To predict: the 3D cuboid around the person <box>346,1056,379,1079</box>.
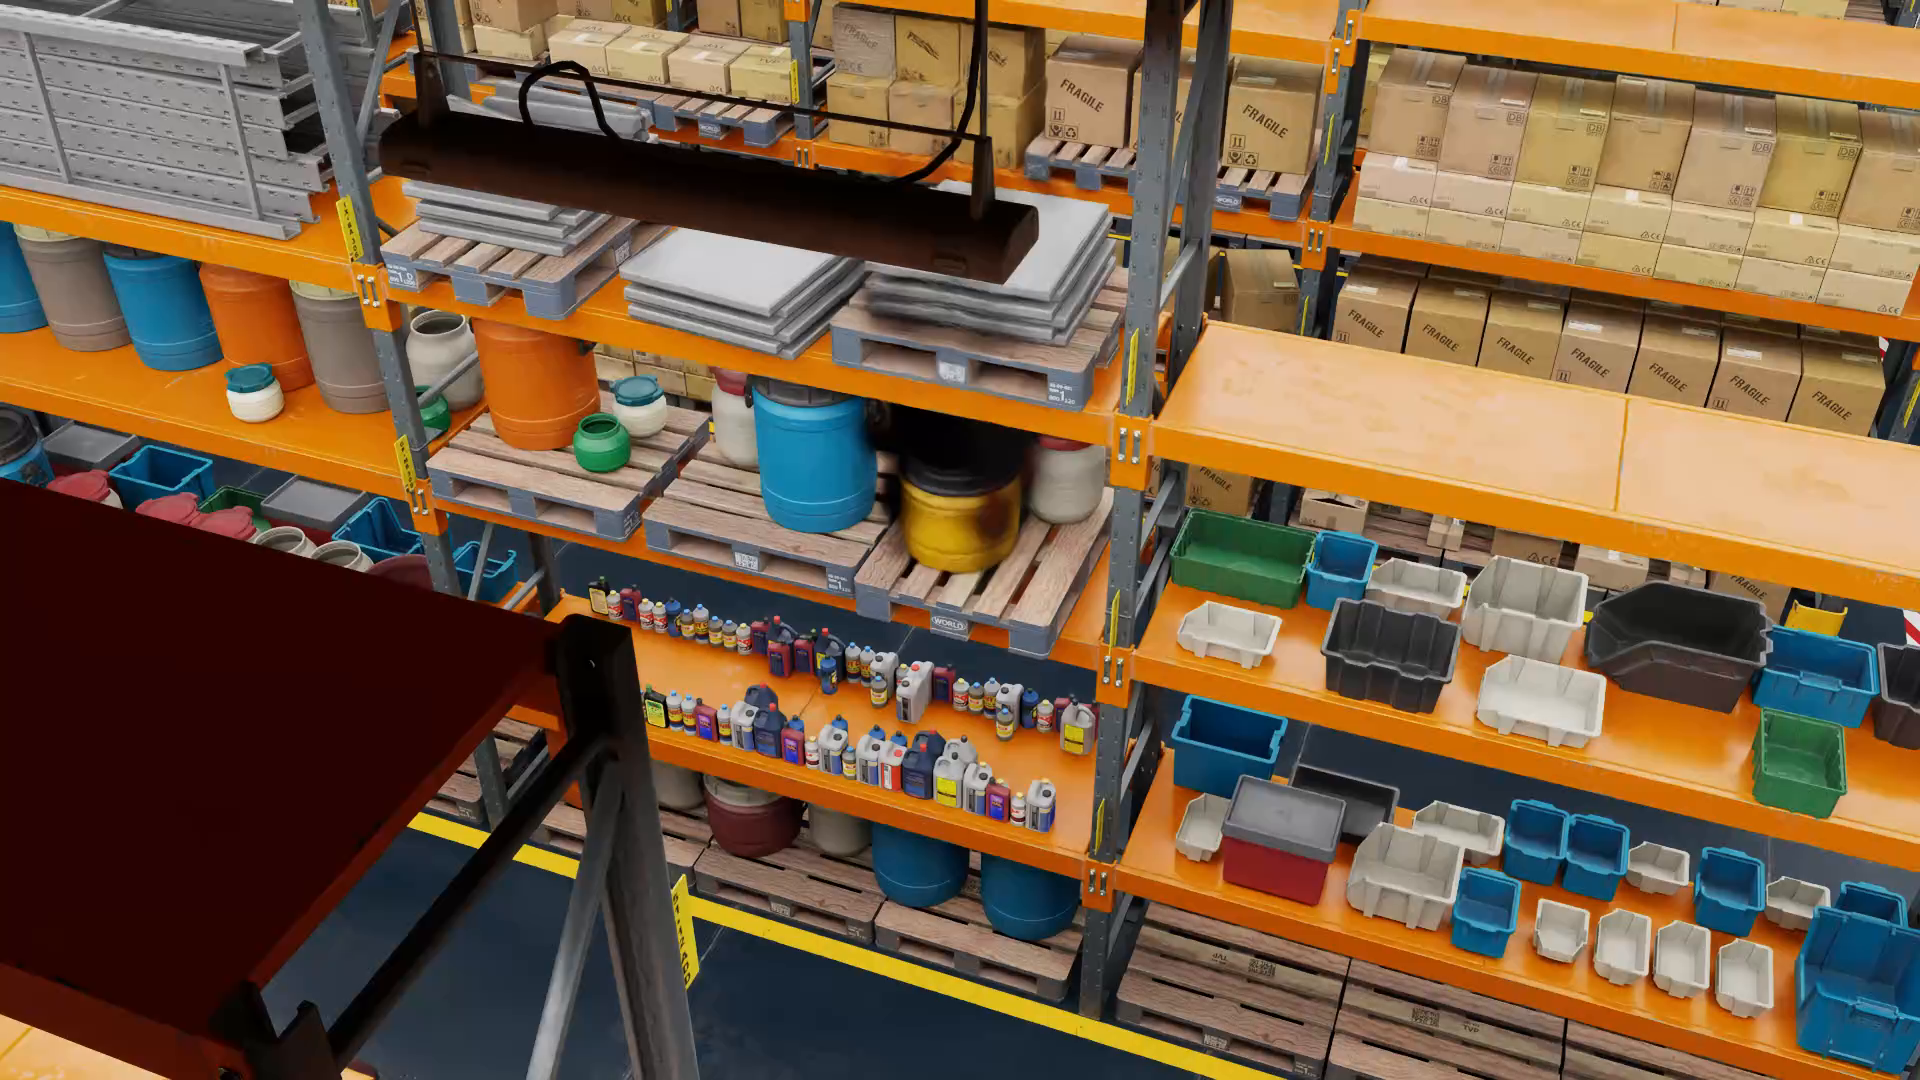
[{"bbox_3d":[-3.010,2.925,7.804,0.857,1.709,0.716,11,38,14],"label":"person"}]
